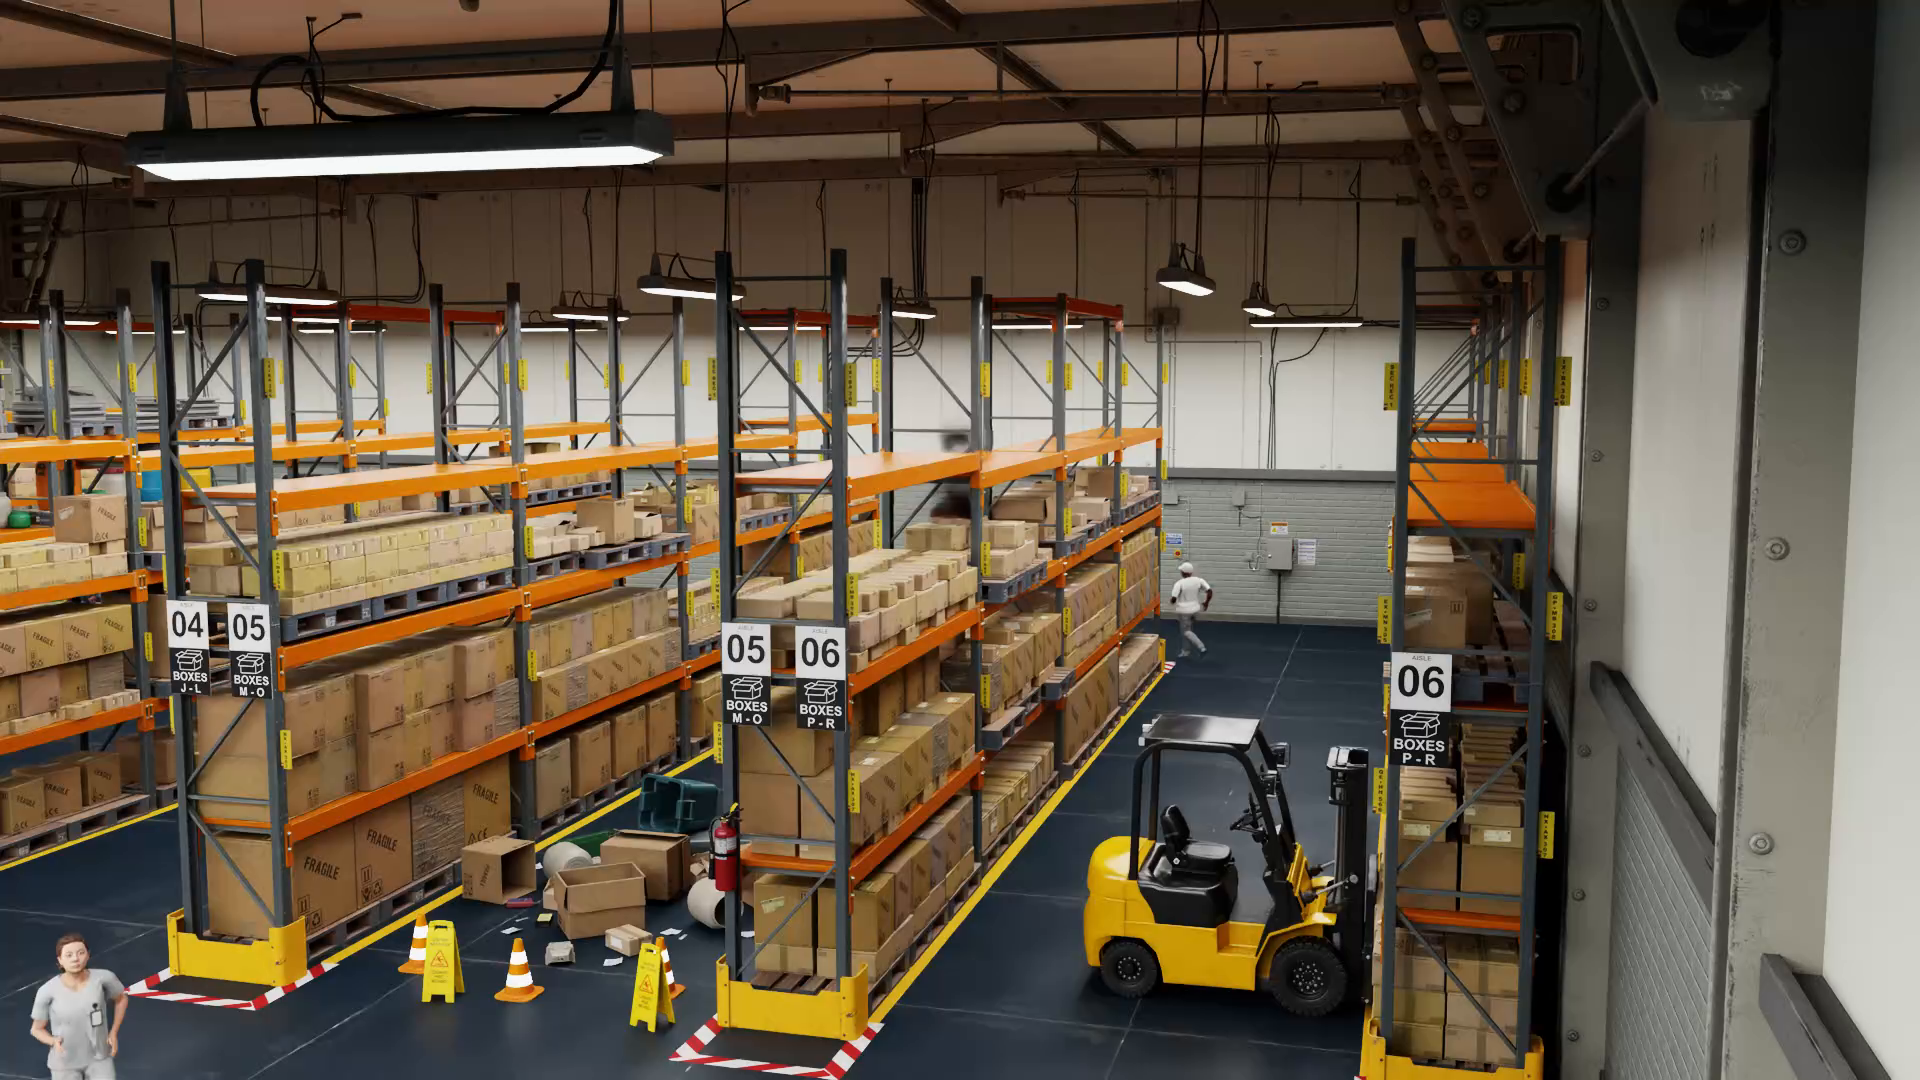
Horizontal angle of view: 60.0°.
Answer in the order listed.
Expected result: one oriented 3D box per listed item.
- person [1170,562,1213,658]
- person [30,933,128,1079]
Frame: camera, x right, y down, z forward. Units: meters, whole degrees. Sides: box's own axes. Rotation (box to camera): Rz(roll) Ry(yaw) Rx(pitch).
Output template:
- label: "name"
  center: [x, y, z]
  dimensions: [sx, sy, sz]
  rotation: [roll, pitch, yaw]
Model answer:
- label: "person"
  center: [3.944, 1.244, 28.898]
  dimensions: [0.746, 1.751, 0.858]
  rotation: [-3, 7, -28]
- label: "person"
  center: [-5.437, 3.256, 10.322]
  dimensions: [0.554, 1.627, 0.548]
  rotation: [-4, 7, -31]
